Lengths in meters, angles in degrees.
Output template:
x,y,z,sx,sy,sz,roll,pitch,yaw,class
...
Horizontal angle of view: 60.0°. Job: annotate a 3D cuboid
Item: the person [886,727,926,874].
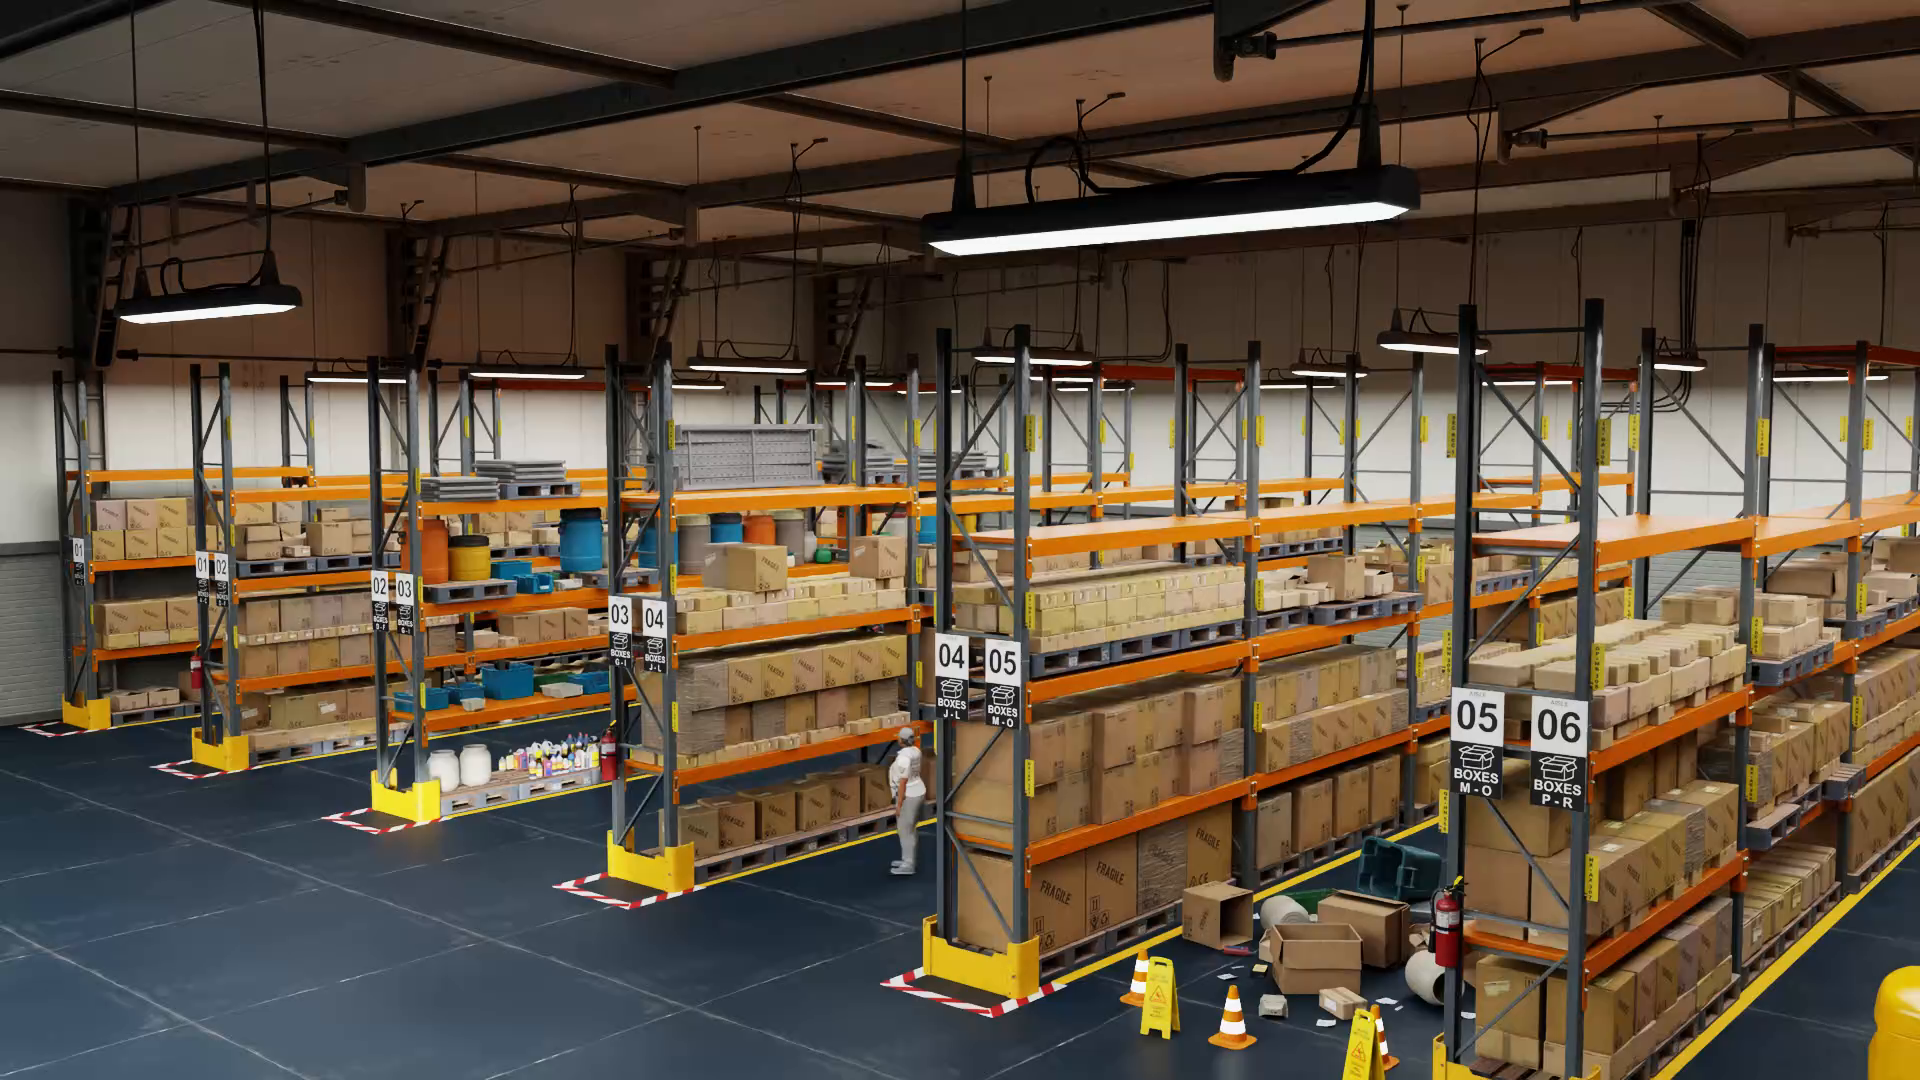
x,y,z,sx,sy,sz,roll,pitch,yaw,class
-0.617,2.958,18.965,0.433,1.660,0.536,1,4,13,person
